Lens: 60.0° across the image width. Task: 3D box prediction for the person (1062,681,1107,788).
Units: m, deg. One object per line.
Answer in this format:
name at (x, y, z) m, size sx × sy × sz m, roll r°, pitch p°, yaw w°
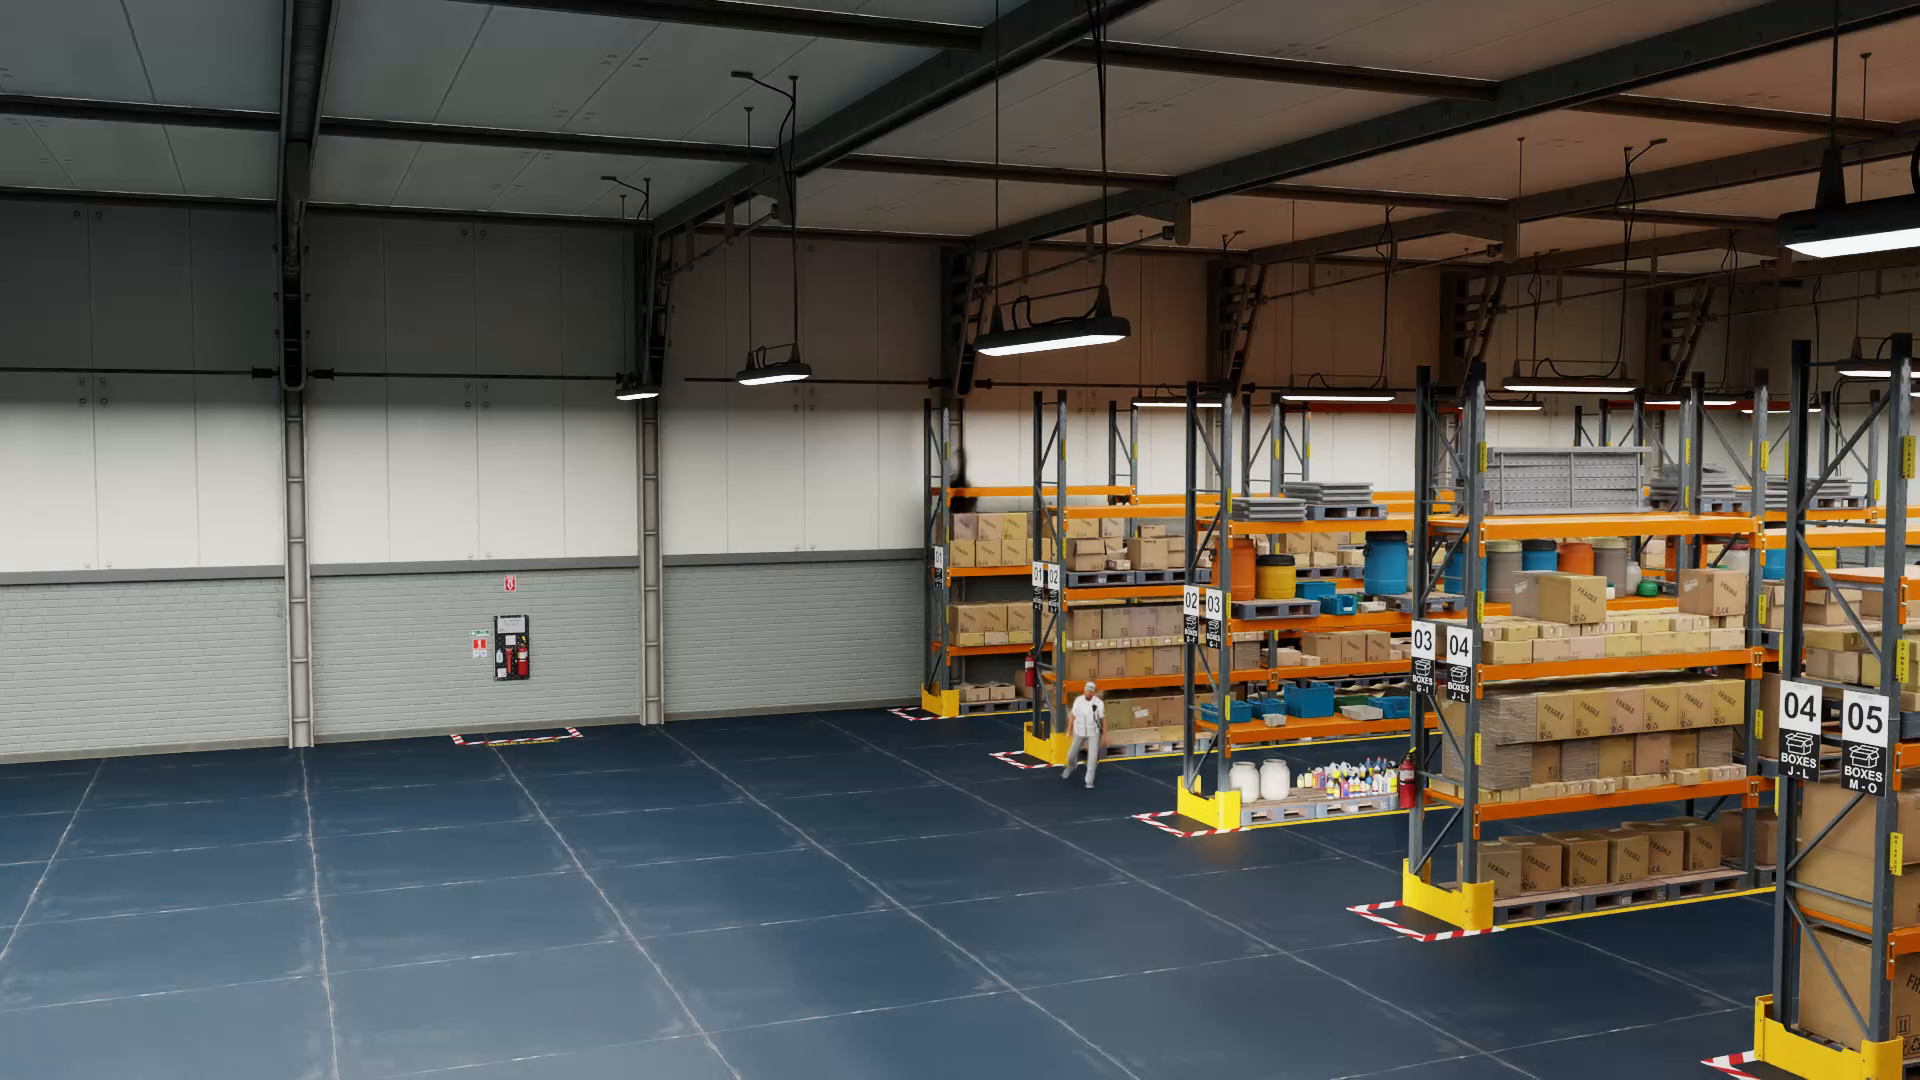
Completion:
person at (1.863, 2.891, 24.965) m, size 0.720 × 1.596 × 0.697 m, roll 1°, pitch 3°, yaw 11°
